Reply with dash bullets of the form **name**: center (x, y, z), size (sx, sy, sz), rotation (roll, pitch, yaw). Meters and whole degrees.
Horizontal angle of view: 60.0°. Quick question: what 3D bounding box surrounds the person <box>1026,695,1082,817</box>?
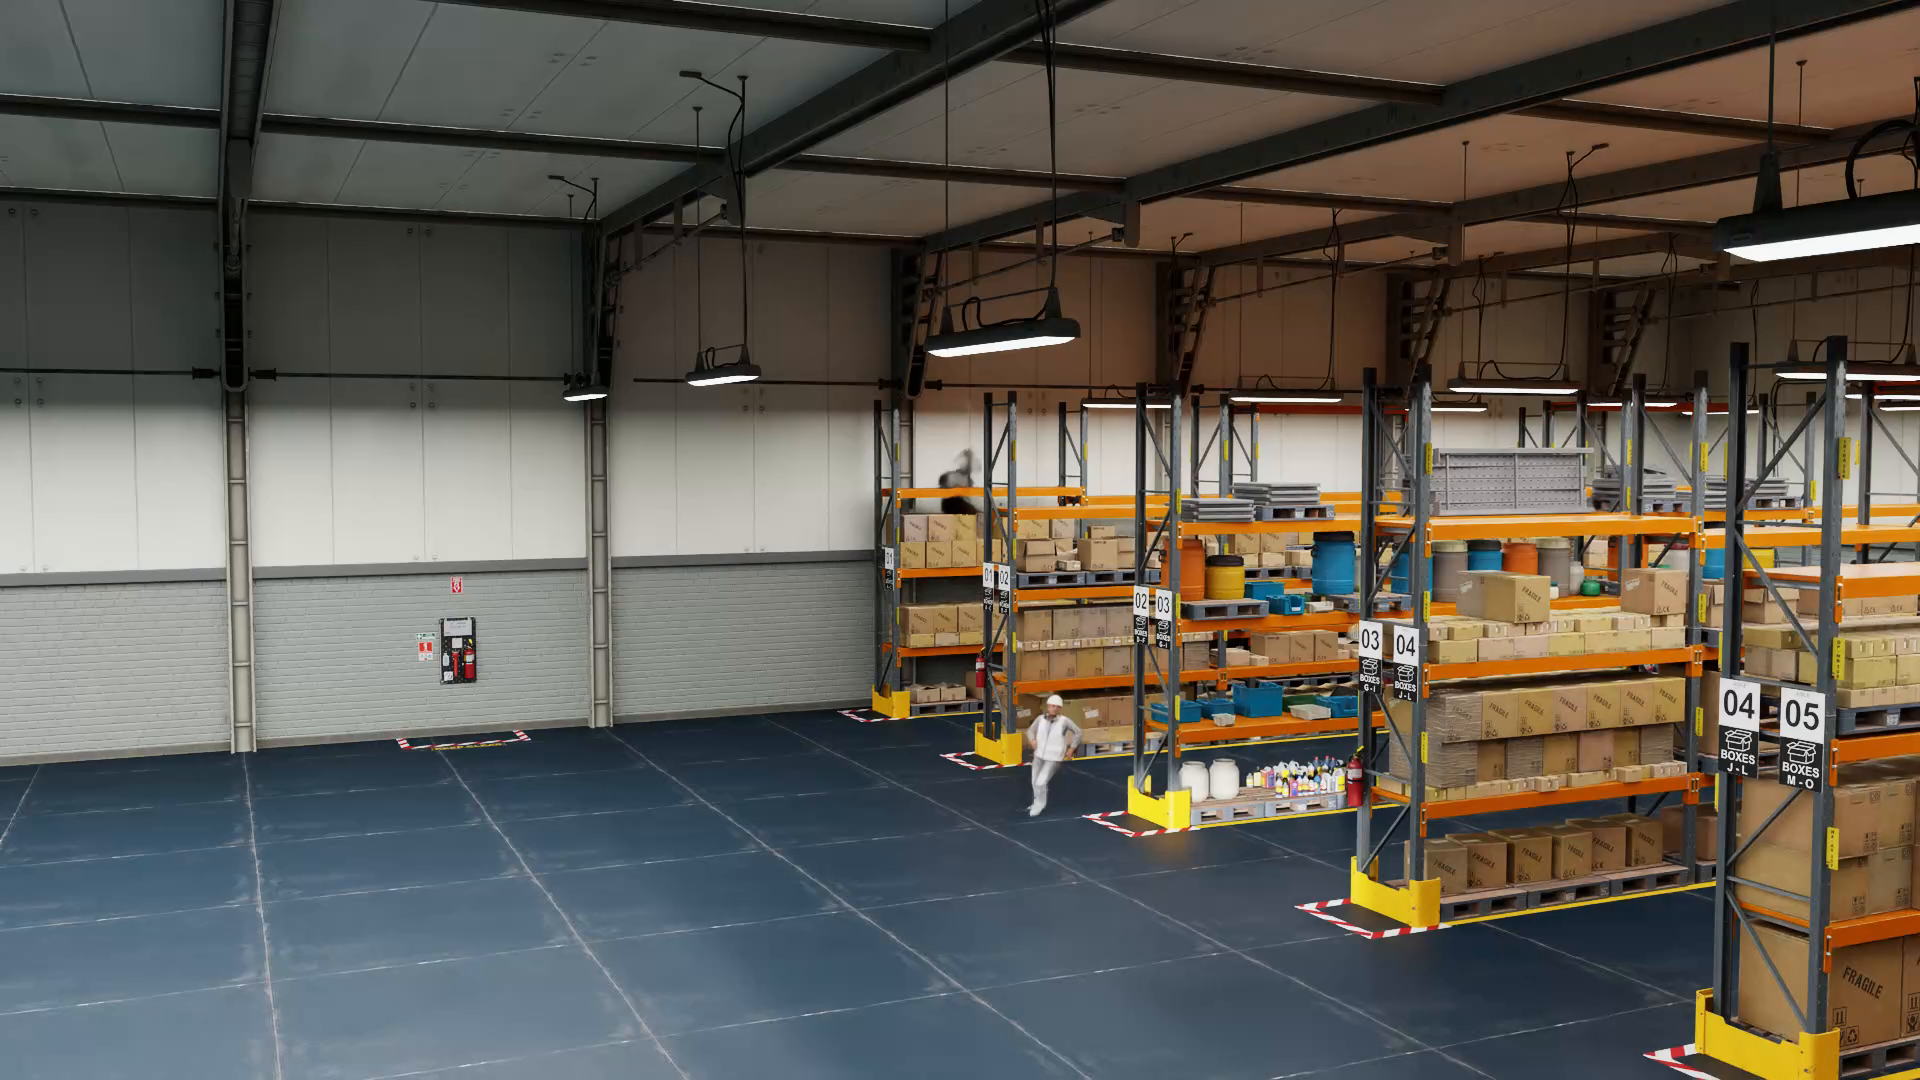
- **person**: center (1.241, 2.987, 23.008), size (0.782, 1.708, 0.691), rotation (2, 4, 28)

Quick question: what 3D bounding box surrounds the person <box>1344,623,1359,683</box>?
- **person**: center (8.049, 2.299, 33.545), size (0.998, 1.764, 0.668), rotation (-2, 4, -32)
